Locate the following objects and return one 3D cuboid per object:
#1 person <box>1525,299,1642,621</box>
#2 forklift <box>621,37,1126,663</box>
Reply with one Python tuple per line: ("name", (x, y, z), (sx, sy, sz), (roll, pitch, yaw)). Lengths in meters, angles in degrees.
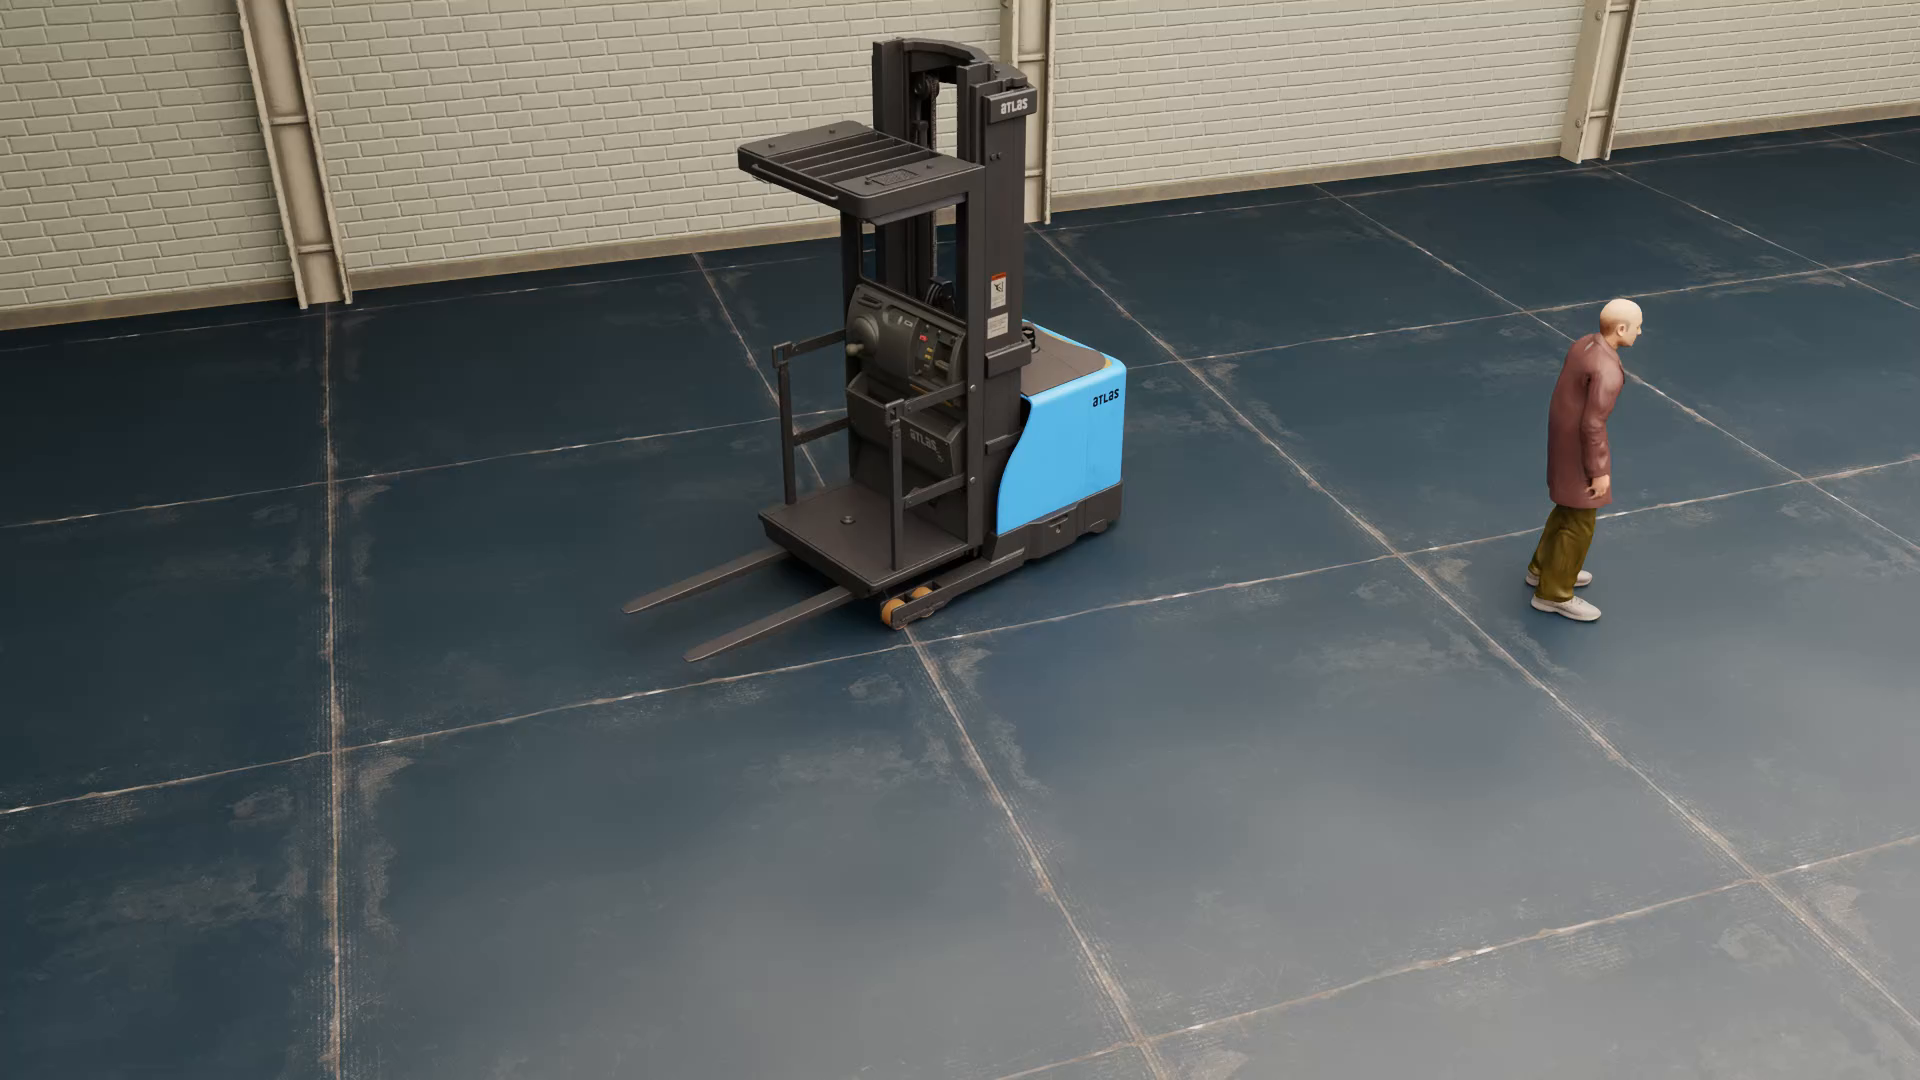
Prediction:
("person", (3.404, -0.469, 9.063), (0.430, 1.774, 0.653), (4, 30, 8))
("forklift", (-0.461, -1.072, 8.951), (3.031, 2.935, 1.130), (-23, 37, -34))
